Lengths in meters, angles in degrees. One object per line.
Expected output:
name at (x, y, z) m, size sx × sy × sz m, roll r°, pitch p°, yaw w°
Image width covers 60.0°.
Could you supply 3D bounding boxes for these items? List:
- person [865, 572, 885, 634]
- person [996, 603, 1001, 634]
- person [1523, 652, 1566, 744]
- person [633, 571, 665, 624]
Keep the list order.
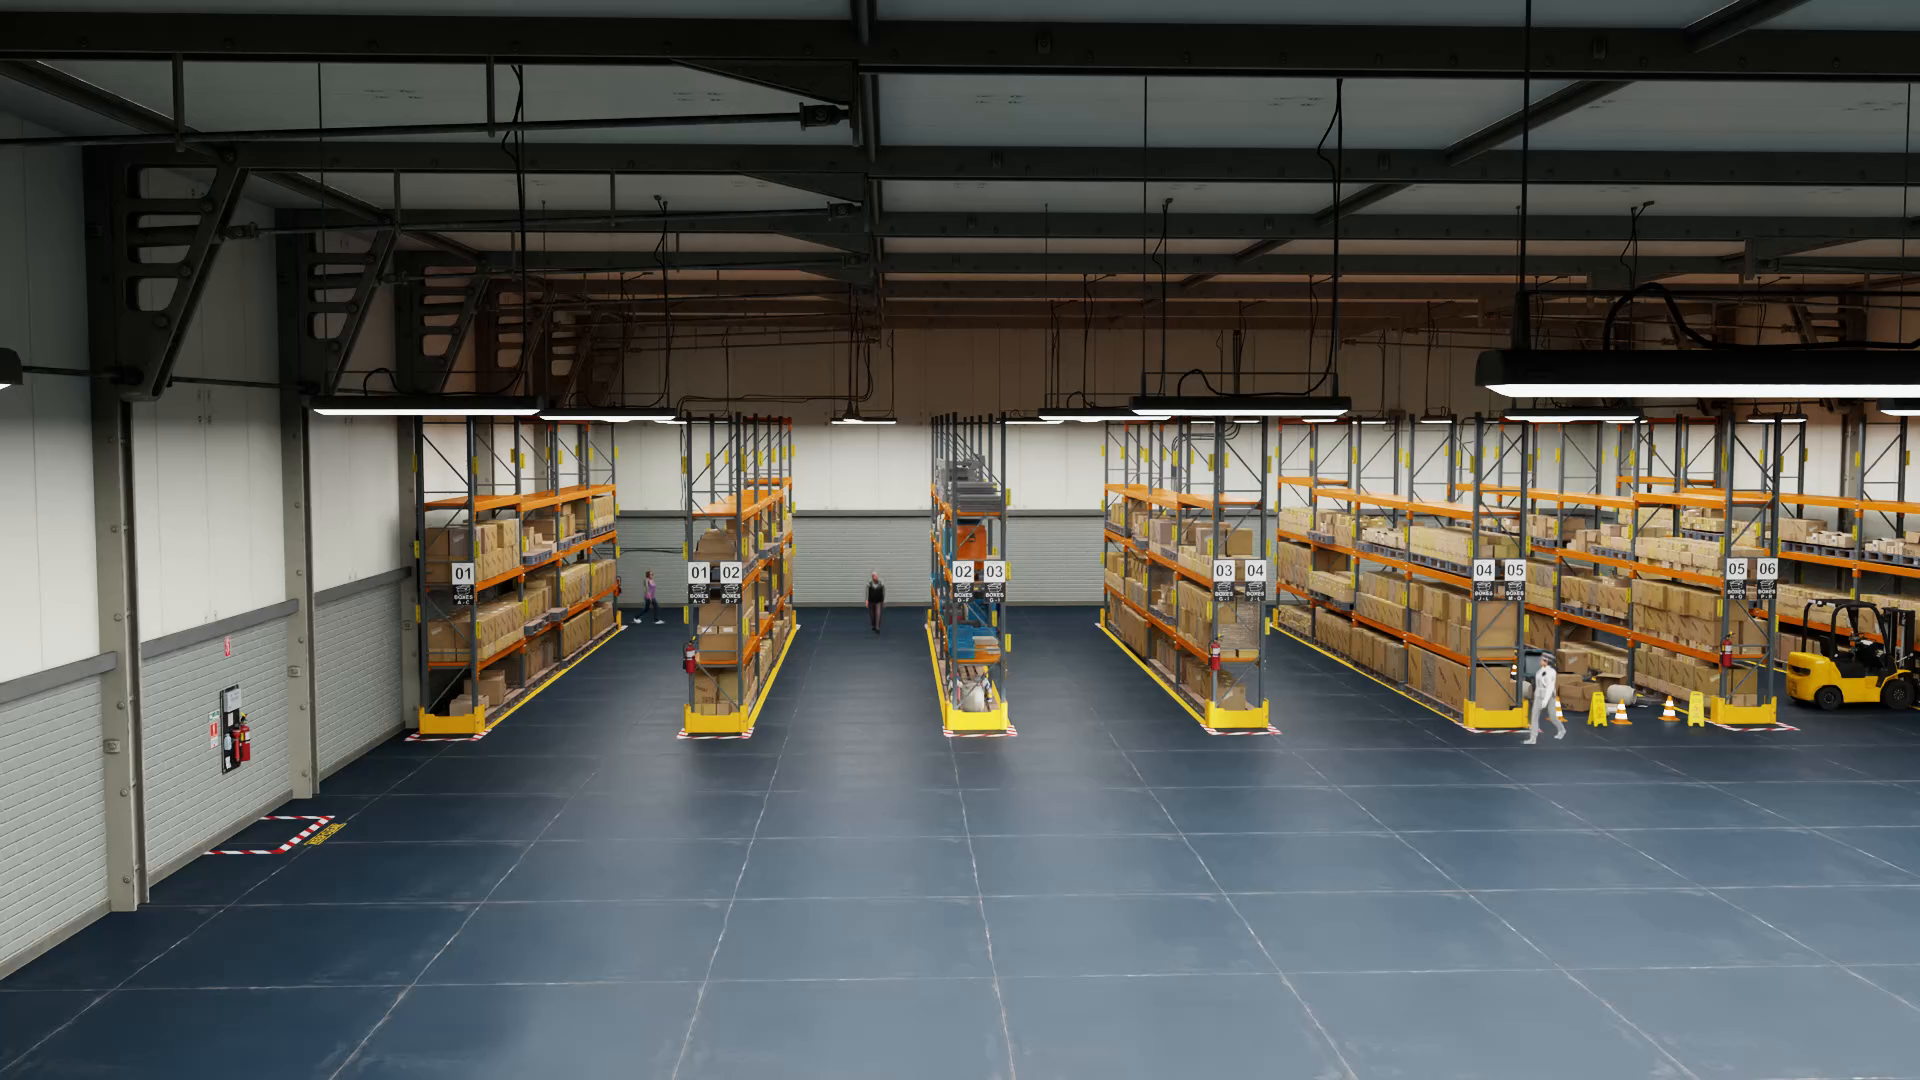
person at (-2.364, 1.743, 46.143) m, size 0.544 × 1.683 × 0.977 m, roll 0°, pitch 4°, yaw 3°
person at (1.001, 1.770, 46.209) m, size 0.502 × 1.647 × 0.370 m, roll -4°, pitch 5°, yaw -43°
person at (10.587, 2.843, 30.008) m, size 0.956 × 1.650 × 0.423 m, roll -3°, pitch 5°, yaw -39°
person at (-8.998, 1.664, 48.163) m, size 0.881 × 1.548 × 0.485 m, roll 0°, pitch 4°, yaw 5°
